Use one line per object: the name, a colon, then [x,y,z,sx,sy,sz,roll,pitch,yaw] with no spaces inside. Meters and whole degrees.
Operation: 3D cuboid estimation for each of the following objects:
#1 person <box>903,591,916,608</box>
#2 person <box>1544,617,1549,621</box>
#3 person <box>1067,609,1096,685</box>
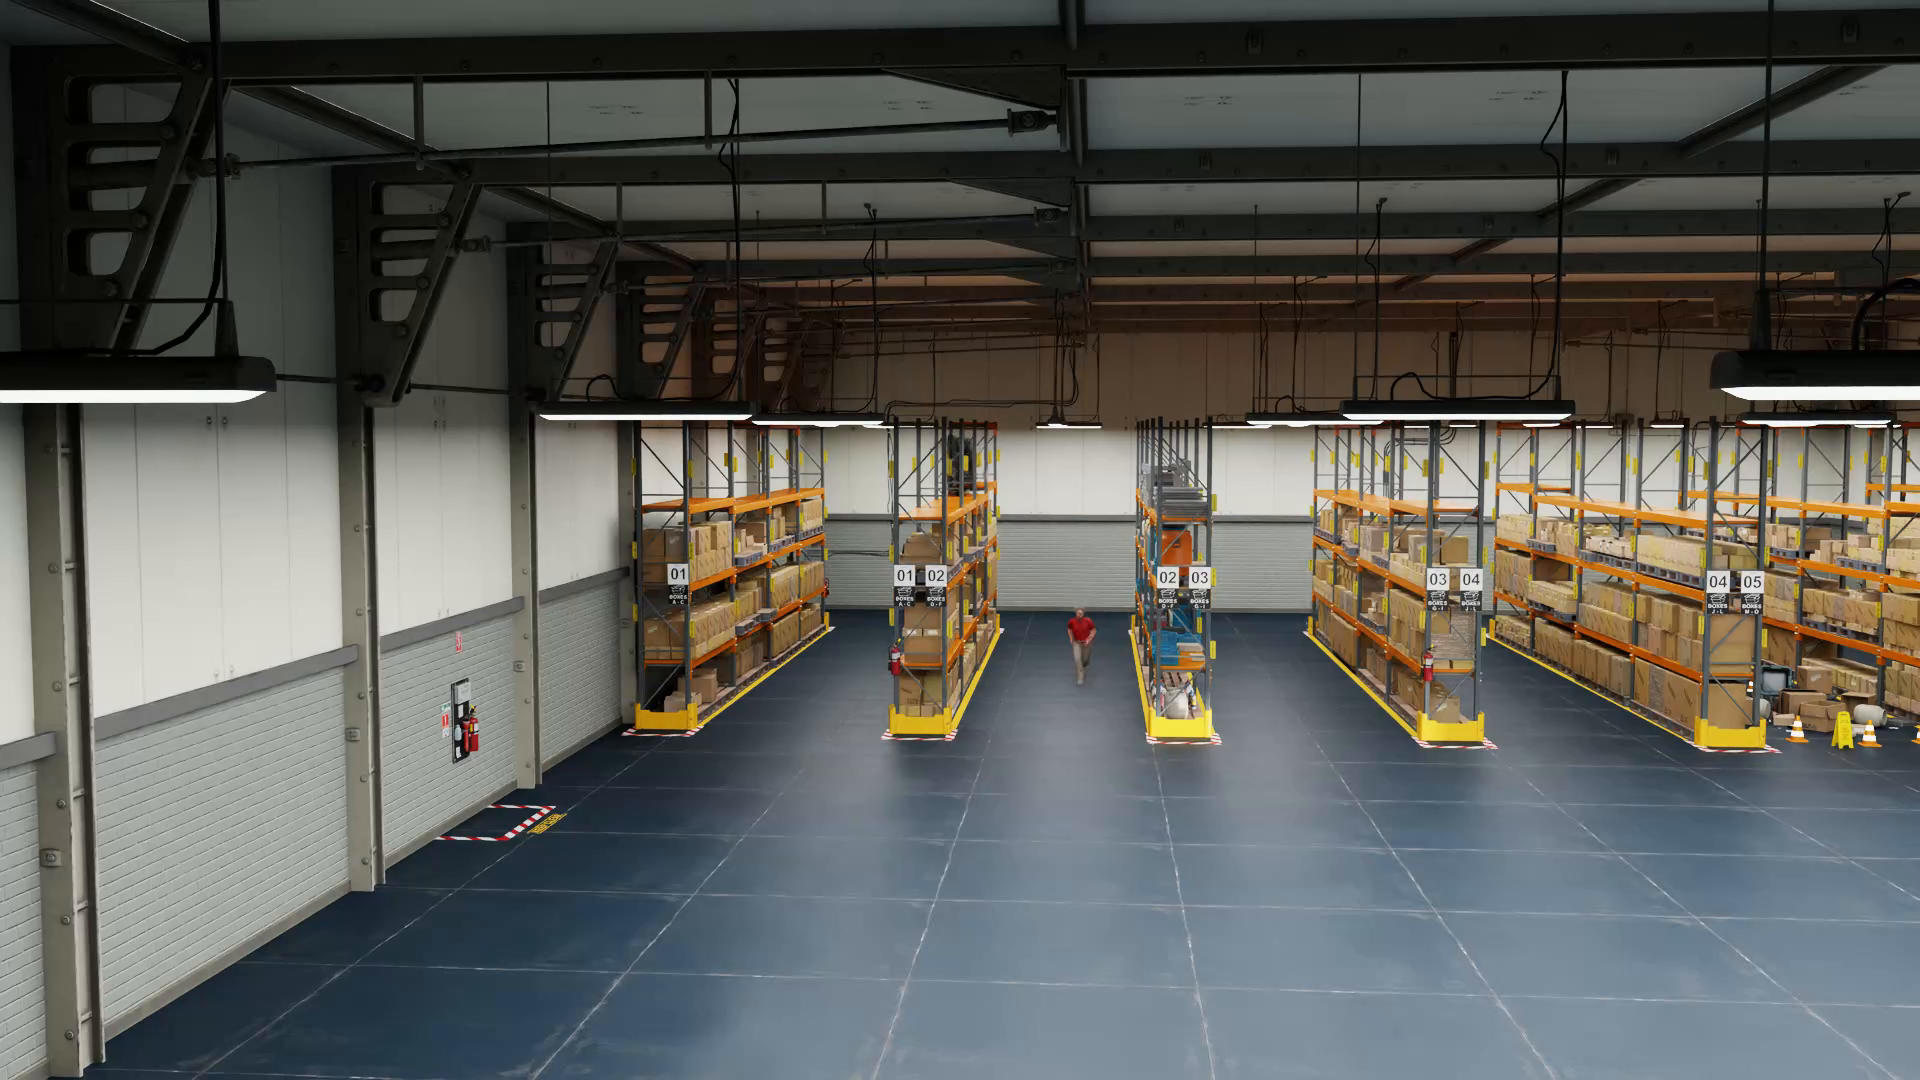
person: [-1.233,1.956,44.447,0.646,1.760,0.882,0,4,2]
person: [16.646,1.832,46.709,0.660,1.670,0.923,-3,5,-38]
person: [2.780,2.414,38.085,0.663,1.733,1.036,0,4,7]
